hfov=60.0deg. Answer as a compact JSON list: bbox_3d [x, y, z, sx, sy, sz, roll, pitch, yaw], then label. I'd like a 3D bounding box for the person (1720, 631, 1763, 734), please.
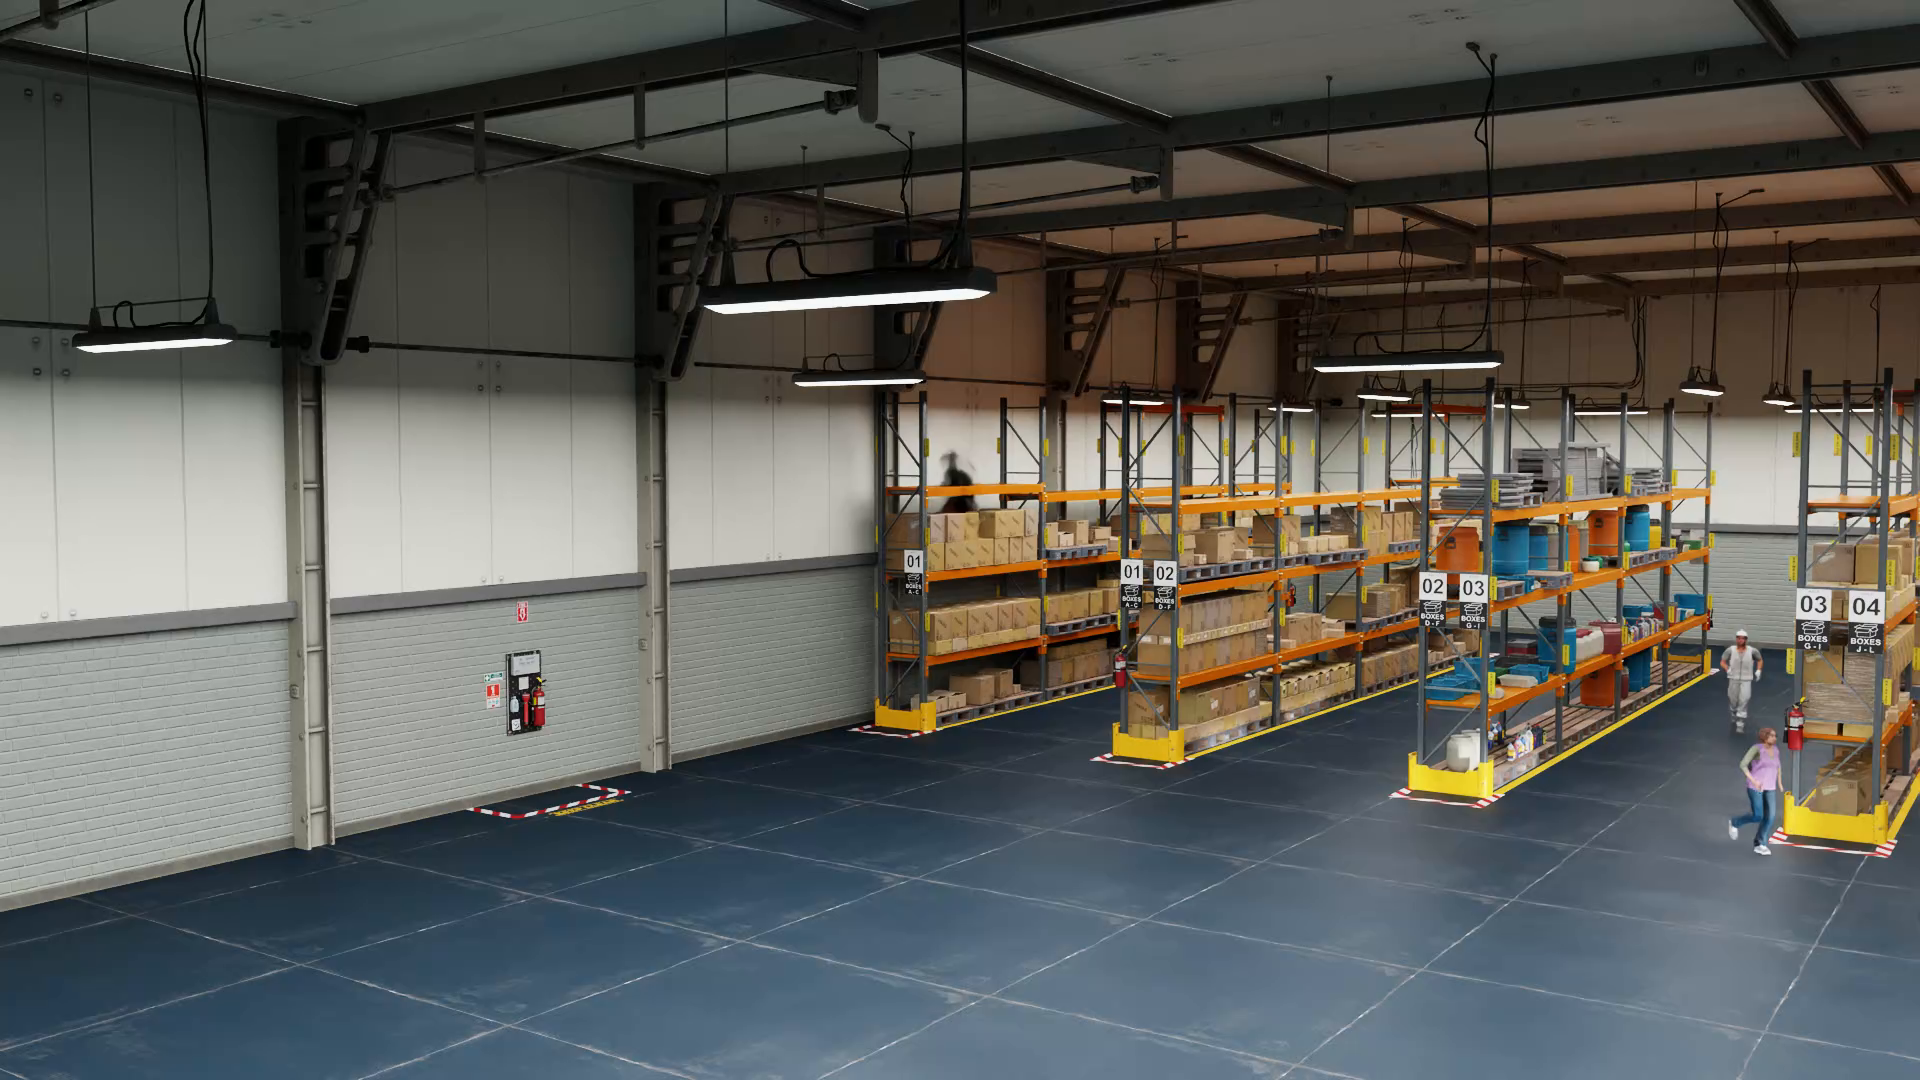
[{"bbox_3d":[13.799,2.485,29.371,0.685,1.790,0.833,2,4,27],"label":"person"}]

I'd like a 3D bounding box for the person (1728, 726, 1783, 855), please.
[{"bbox_3d":[9.932,3.077,20.656,0.591,1.558,0.641,-1,3,-17],"label":"person"}]
